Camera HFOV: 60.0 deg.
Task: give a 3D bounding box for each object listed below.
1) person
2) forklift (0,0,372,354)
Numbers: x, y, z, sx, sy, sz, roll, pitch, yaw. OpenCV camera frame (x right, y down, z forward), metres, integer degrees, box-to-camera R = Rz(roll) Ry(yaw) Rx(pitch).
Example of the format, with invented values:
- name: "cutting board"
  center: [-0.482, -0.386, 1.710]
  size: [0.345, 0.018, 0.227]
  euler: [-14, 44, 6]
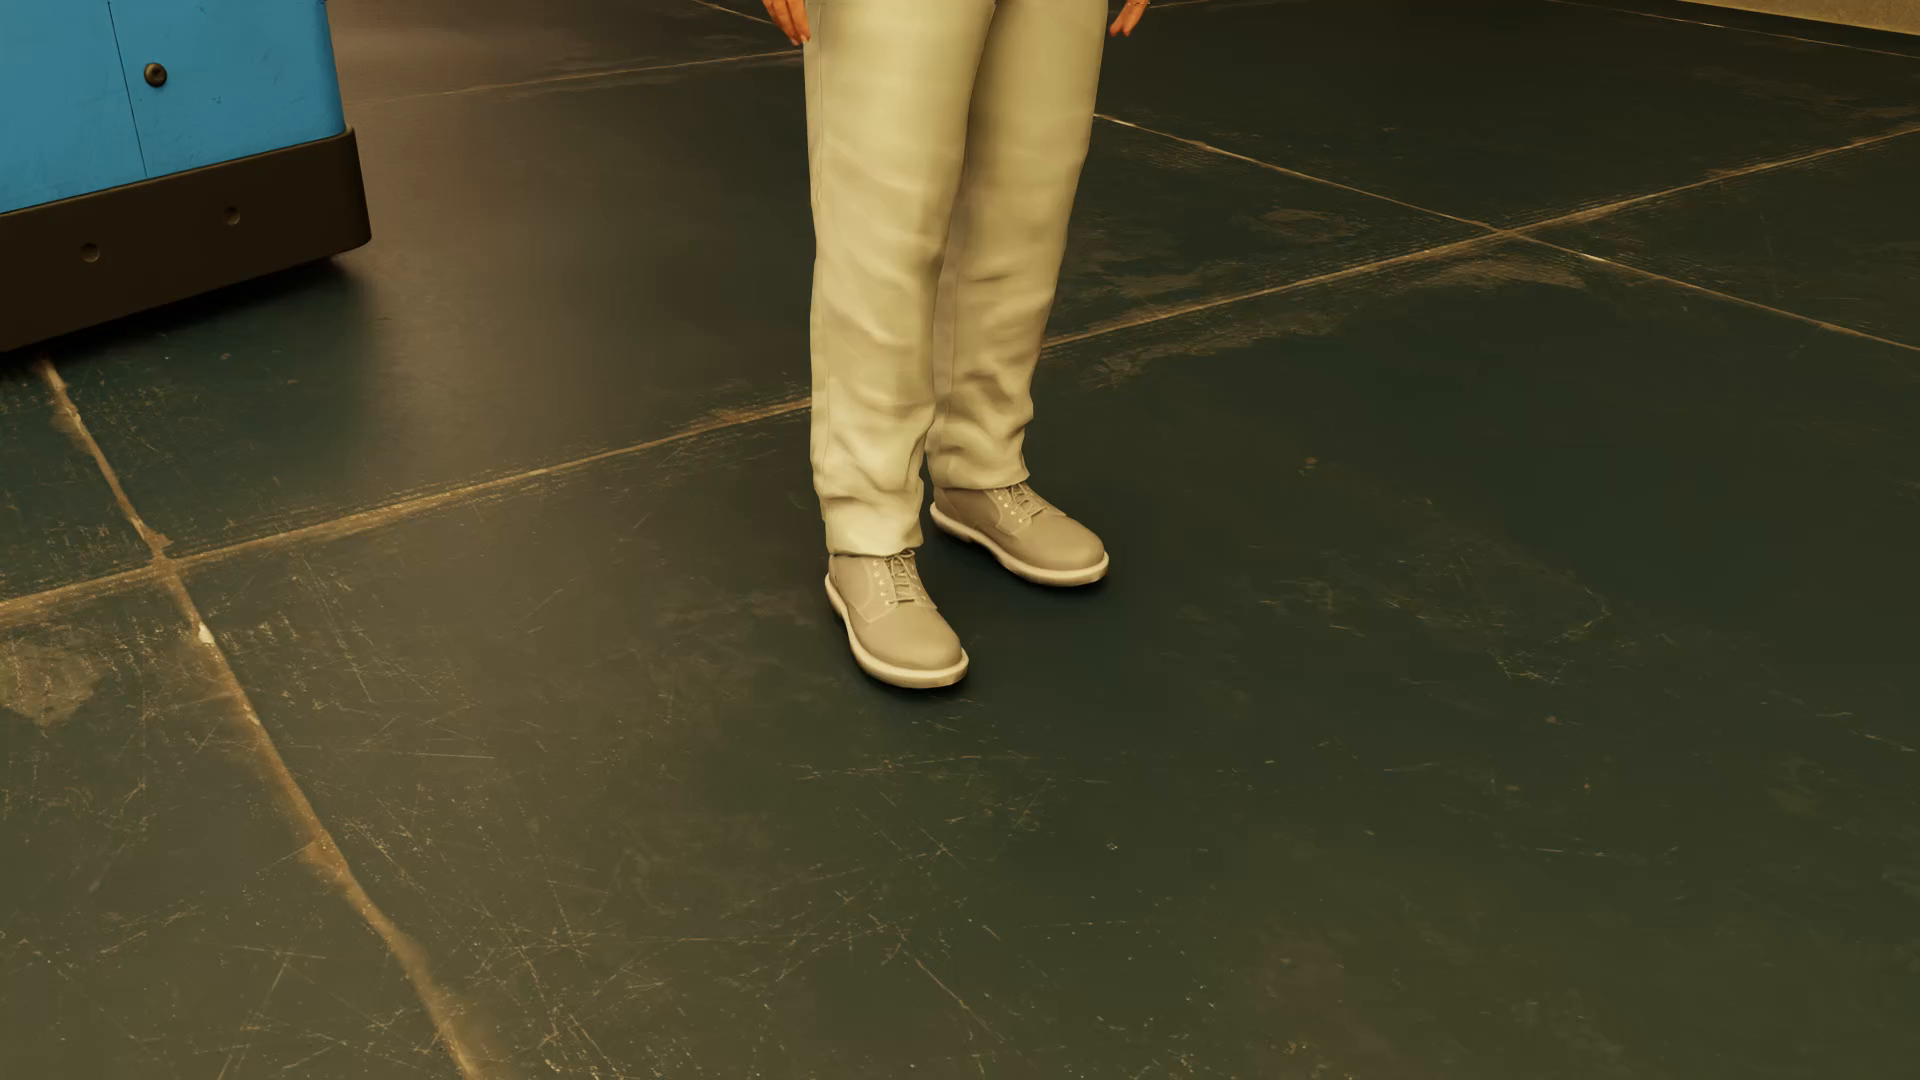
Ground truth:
- name: "person"
  center: [0.035, -0.772, 2.034]
  size: [0.641, 1.781, 0.574]
  euler: [-17, 31, -31]
- name: "forklift"
  center: [-2.805, -2.089, 3.396]
  size: [3.031, 2.935, 1.130]
  euler: [16, 31, 29]
